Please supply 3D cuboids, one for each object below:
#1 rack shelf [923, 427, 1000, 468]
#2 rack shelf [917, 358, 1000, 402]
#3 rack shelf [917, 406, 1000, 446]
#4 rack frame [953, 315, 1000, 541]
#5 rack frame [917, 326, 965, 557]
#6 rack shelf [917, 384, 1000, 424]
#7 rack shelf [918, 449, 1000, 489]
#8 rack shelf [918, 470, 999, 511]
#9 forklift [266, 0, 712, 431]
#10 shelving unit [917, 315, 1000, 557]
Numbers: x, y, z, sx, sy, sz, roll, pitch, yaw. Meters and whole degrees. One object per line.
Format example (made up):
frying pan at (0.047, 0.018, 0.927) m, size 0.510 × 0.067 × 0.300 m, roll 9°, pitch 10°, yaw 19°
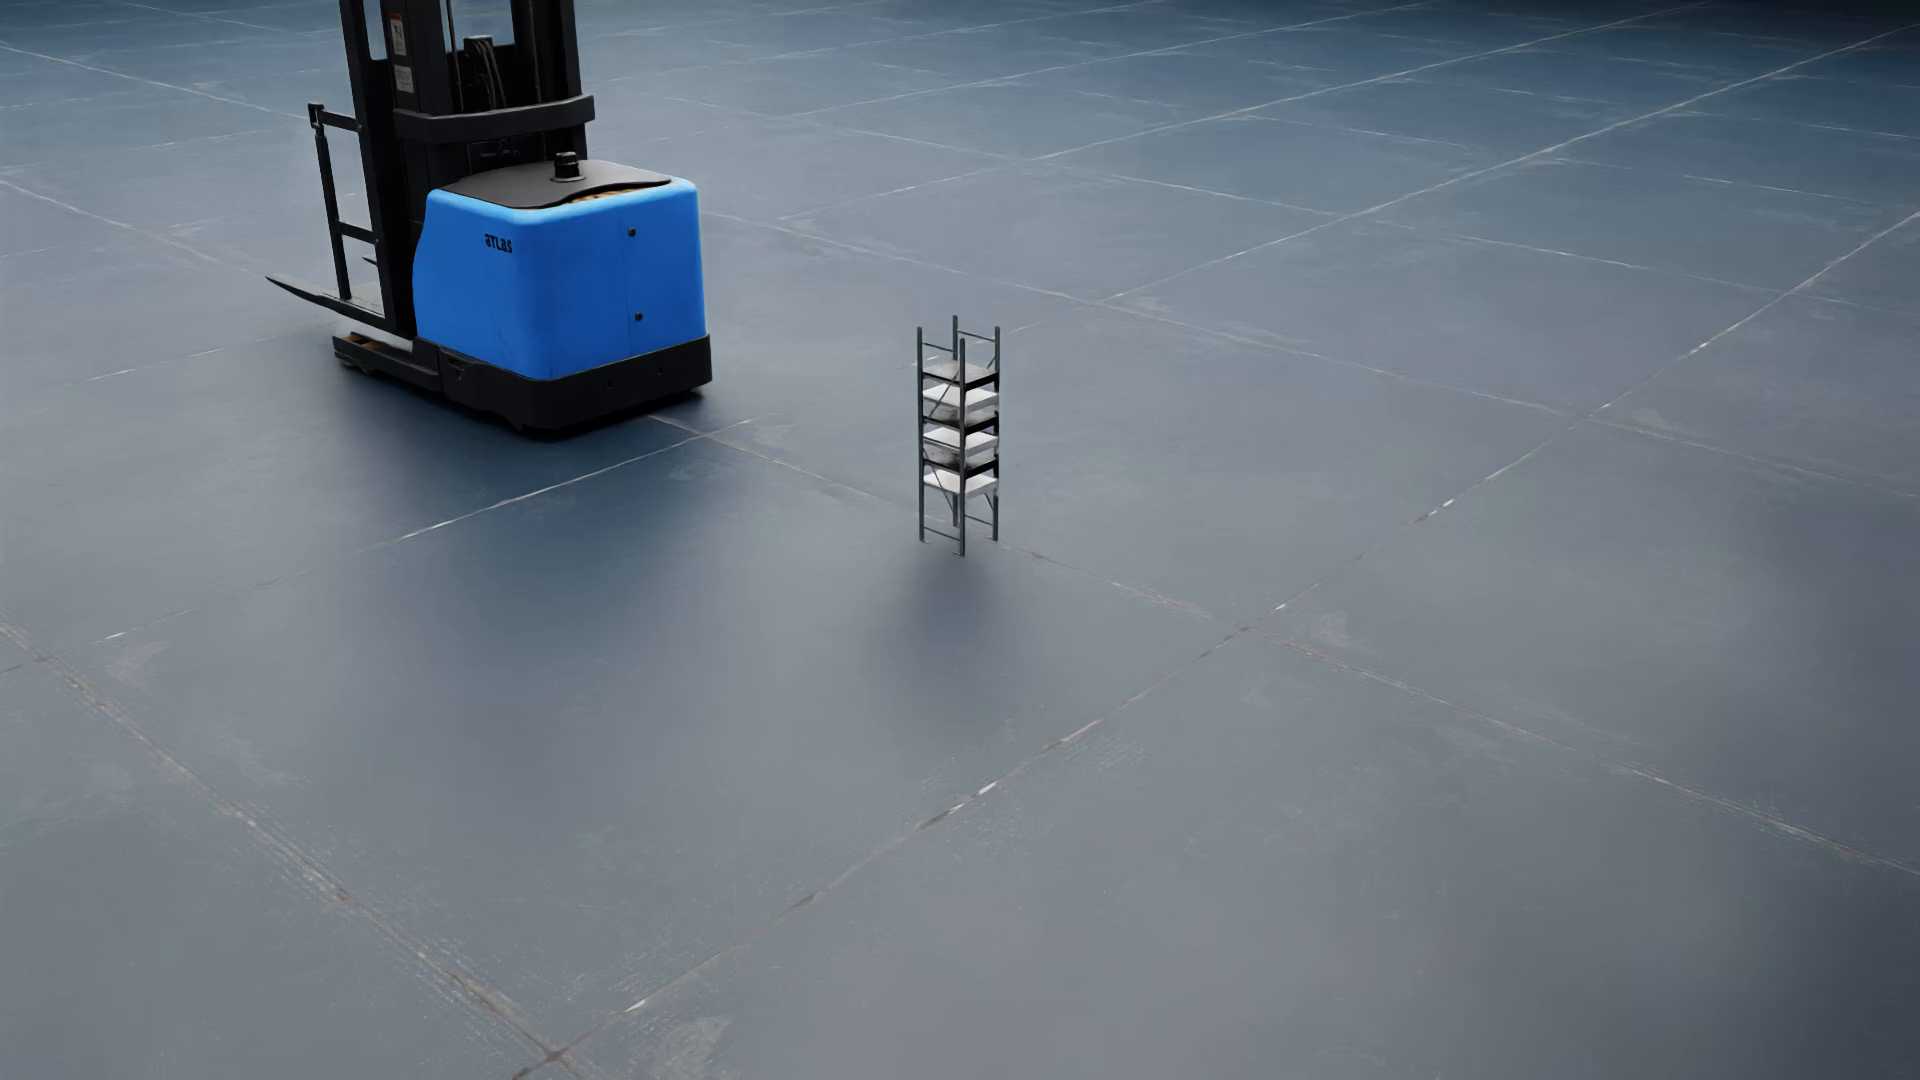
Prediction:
rack shelf at (-0.005, -0.378, 6.574) m, size 0.258 × 0.077 × 0.200 m, roll 20°, pitch 31°, yaw 38°
rack shelf at (-0.005, -0.624, 6.464) m, size 0.258 × 0.077 × 0.200 m, roll 20°, pitch 31°, yaw 38°
rack shelf at (-0.005, -0.460, 6.537) m, size 0.258 × 0.077 × 0.200 m, roll 20°, pitch 31°, yaw 38°
rack frame at (0.062, -0.439, 6.629) m, size 0.240 × 0.900 × 0.006 m, roll 20°, pitch 31°, yaw 38°
rack frame at (-0.073, -0.377, 6.491) m, size 0.240 × 0.900 × 0.006 m, roll 20°, pitch 31°, yaw 38°
rack shelf at (-0.005, -0.542, 6.500) m, size 0.258 × 0.077 × 0.200 m, roll 20°, pitch 31°, yaw 38°
rack shelf at (-0.005, -0.296, 6.611) m, size 0.258 × 0.077 × 0.200 m, roll 20°, pitch 31°, yaw 38°
rack shelf at (-0.005, -0.213, 6.648) m, size 0.258 × 0.077 × 0.200 m, roll 20°, pitch 31°, yaw 38°
forklift at (-2.674, -2.342, 8.392) m, size 3.031 × 2.935 × 1.130 m, roll 21°, pitch 31°, yaw 38°
shelving unit at (-0.005, -0.408, 6.560) m, size 0.258 × 0.900 × 0.210 m, roll 20°, pitch 31°, yaw 38°
